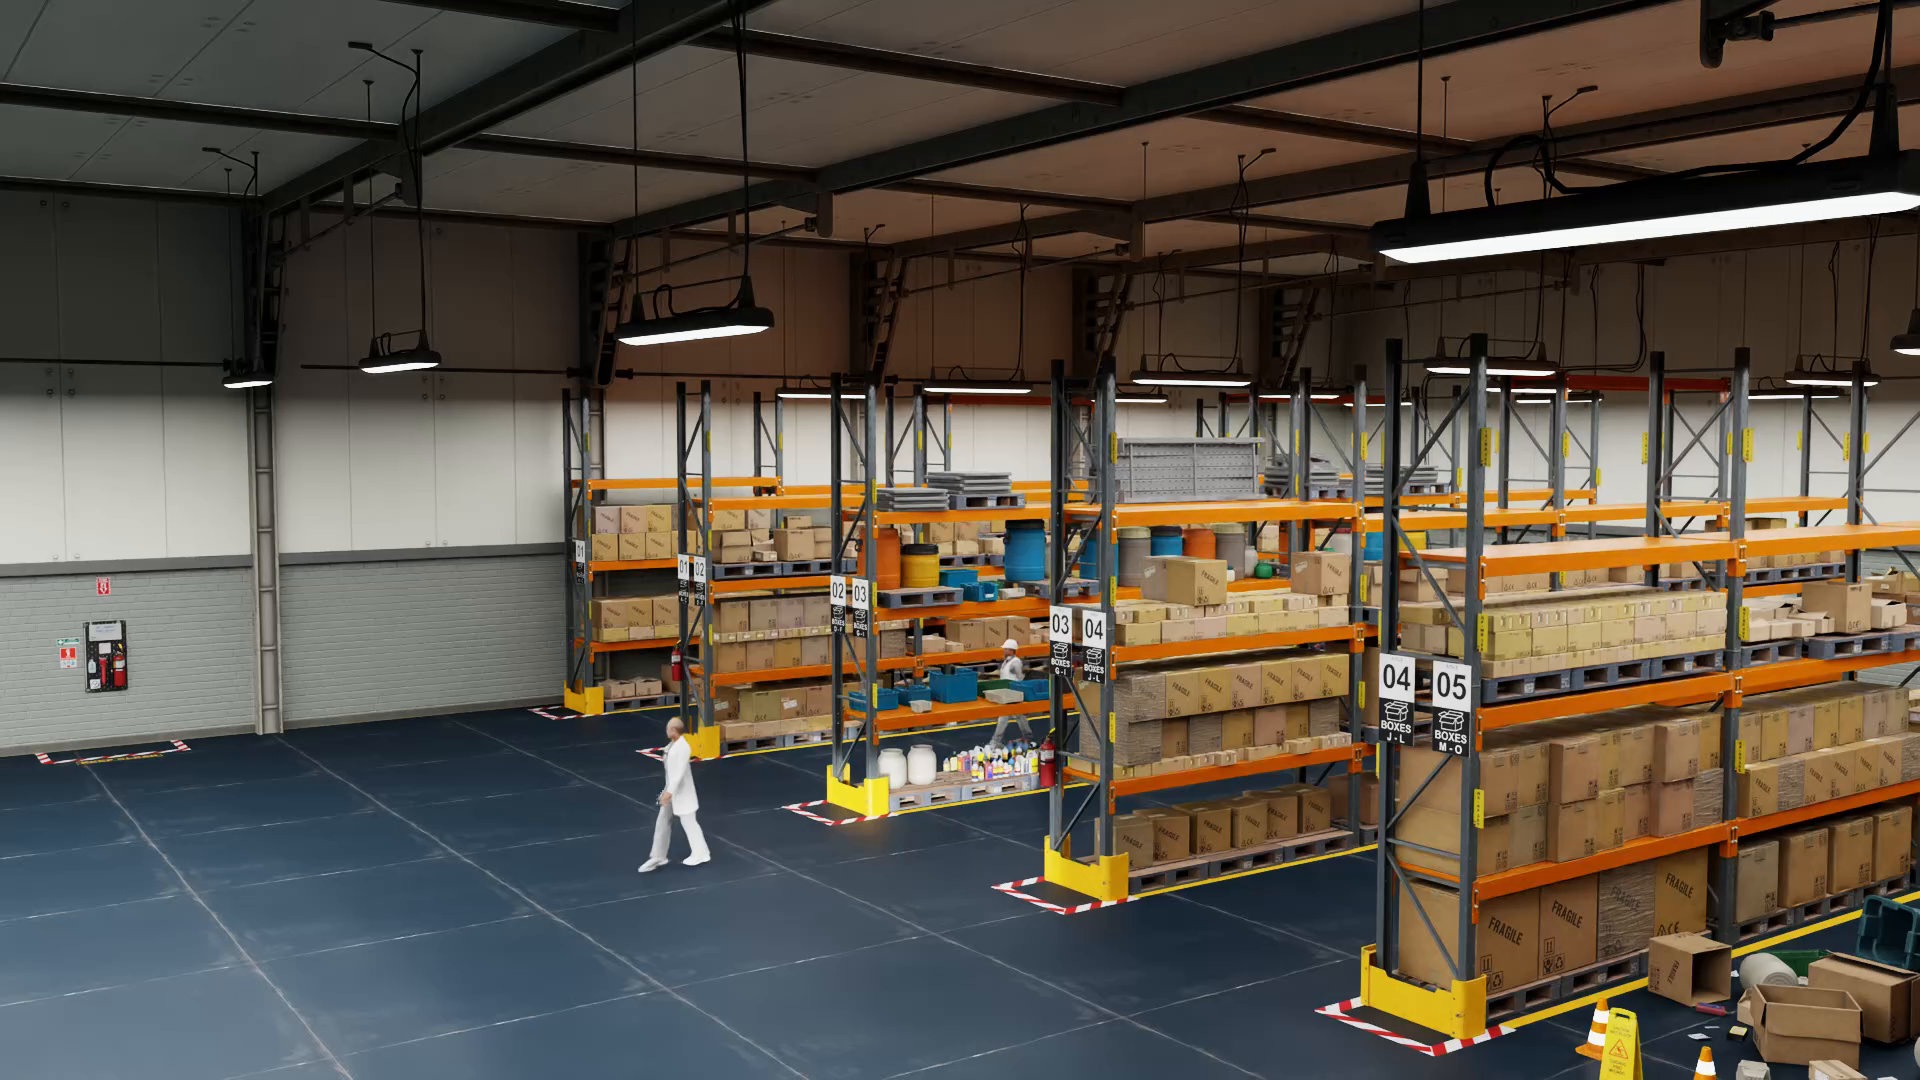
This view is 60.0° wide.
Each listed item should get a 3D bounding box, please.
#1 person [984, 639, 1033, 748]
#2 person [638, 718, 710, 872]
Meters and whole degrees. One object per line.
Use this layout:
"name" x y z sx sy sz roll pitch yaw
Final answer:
"person" 0.796 2.512 27.464 0.902 1.741 0.566 -1 4 -12
"person" -3.408 3.016 19.767 0.868 1.792 0.596 -2 4 -31
